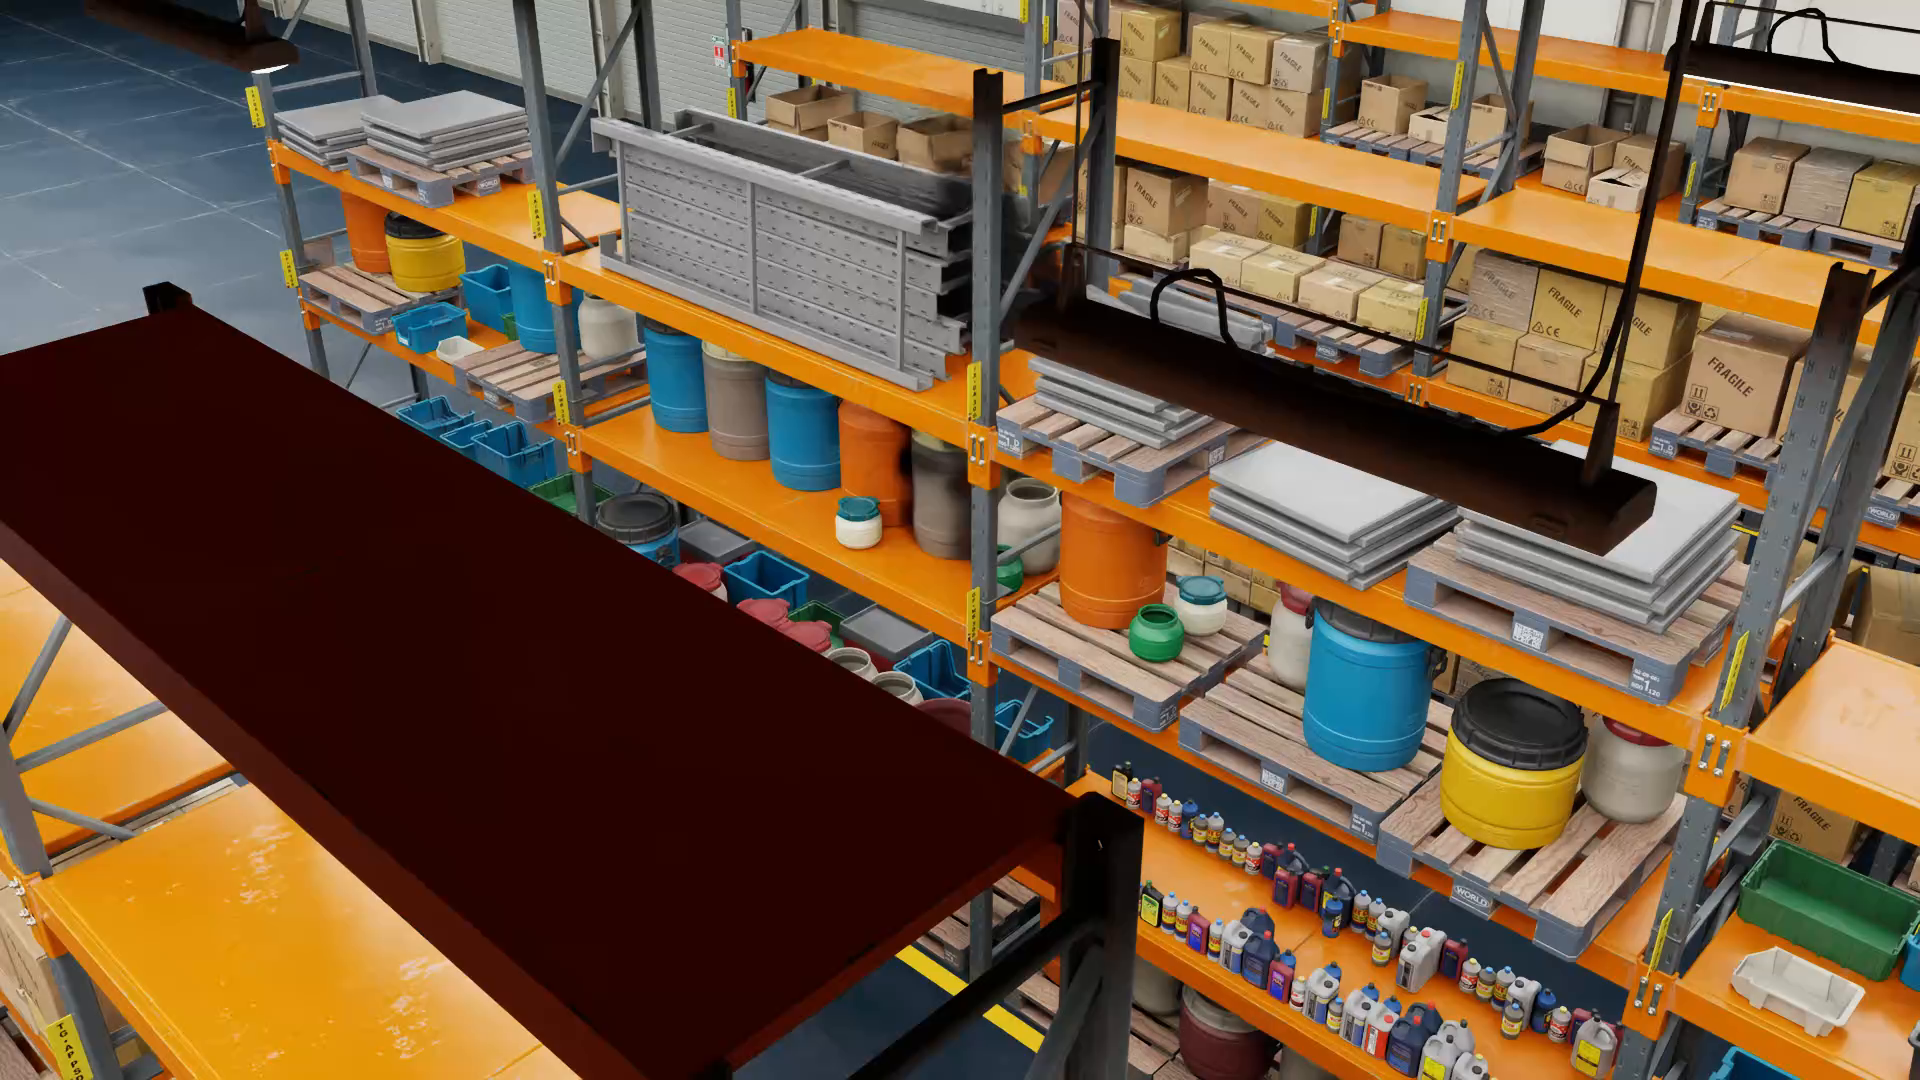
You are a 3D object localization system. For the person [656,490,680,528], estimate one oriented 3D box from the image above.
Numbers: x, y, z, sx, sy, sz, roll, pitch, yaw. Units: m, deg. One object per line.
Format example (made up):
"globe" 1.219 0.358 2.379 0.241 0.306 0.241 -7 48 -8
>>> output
"person" -2.566 -0.658 15.713 0.882 1.645 0.598 19 35 31
